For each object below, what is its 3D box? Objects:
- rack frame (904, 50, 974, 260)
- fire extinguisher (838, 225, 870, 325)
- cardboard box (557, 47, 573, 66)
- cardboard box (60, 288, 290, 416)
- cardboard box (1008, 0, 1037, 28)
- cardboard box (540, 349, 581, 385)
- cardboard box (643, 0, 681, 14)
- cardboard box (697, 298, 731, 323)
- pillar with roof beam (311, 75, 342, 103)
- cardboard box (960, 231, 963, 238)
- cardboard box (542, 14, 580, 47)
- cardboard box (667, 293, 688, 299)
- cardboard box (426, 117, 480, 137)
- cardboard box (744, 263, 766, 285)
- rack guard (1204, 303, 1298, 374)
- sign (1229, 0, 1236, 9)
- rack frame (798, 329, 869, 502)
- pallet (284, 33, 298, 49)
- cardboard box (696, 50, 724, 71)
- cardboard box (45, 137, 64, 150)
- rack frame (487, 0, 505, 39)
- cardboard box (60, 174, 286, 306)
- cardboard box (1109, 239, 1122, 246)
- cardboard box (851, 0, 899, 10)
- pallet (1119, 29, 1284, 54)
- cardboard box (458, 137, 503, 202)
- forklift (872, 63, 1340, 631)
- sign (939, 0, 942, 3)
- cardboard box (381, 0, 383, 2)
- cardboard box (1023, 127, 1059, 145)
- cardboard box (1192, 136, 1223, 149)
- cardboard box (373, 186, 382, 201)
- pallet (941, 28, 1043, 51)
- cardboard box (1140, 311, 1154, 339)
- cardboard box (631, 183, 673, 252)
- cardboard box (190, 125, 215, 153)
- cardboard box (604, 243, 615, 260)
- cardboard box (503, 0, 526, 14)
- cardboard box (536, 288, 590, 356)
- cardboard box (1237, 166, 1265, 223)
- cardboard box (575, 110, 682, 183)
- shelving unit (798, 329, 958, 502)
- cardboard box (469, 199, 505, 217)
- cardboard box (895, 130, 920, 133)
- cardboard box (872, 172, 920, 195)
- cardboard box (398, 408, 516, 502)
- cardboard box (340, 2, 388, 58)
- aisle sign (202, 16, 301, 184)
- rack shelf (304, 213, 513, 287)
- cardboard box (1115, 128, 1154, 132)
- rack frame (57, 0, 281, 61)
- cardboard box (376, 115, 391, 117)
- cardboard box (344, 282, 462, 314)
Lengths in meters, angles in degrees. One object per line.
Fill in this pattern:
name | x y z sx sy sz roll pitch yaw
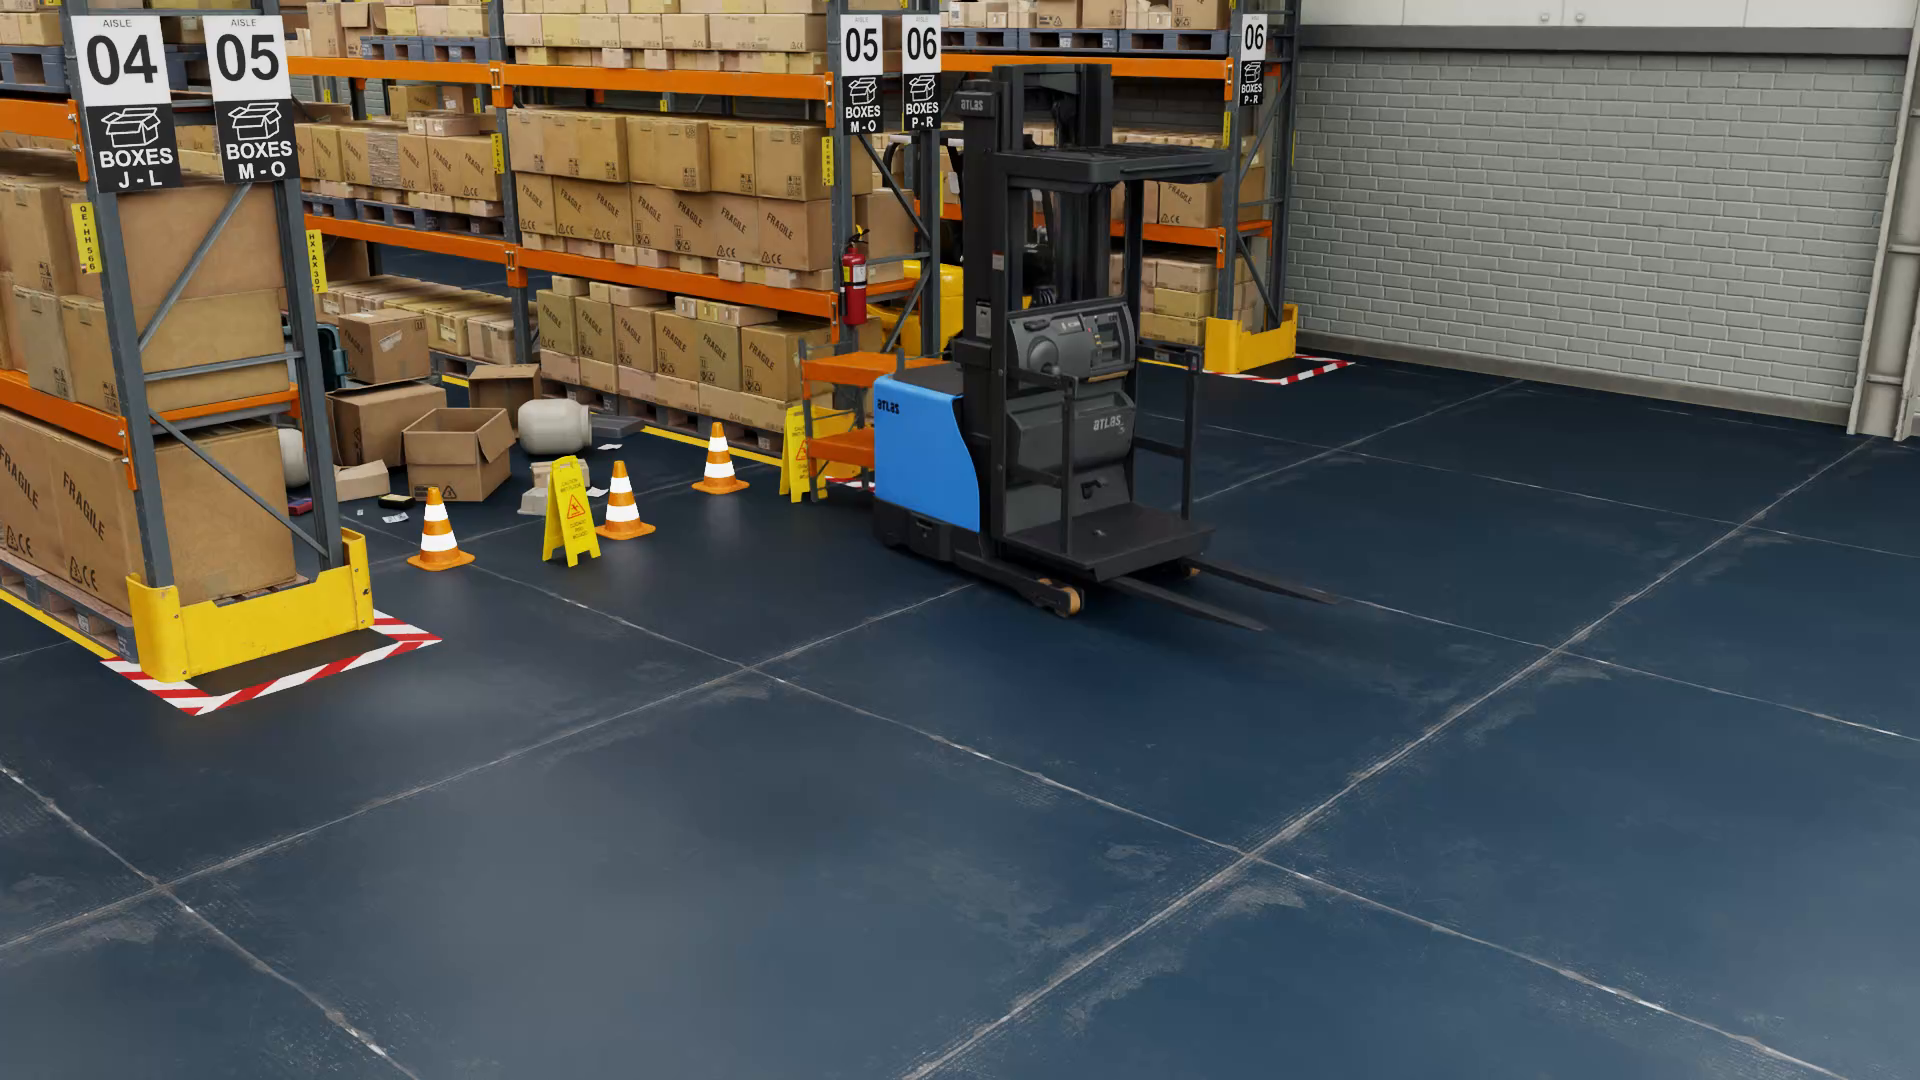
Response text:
rack frame | -0.221 -3.941 18.072 0.127 3.000 1.000 15 23 39
fire extinguisher | -0.742 -1.850 11.611 0.183 0.674 0.296 15 23 39
cardboard box | -3.025 -3.920 13.460 0.250 0.149 0.380 15 23 39
cardboard box | -4.039 -1.010 8.588 0.550 0.550 0.875 15 23 39
cardboard box | 0.687 -5.188 16.405 0.258 0.266 0.396 14 23 38
cardboard box | -3.251 -1.528 14.318 0.500 0.250 0.500 14 22 37
cardboard box | -2.139 -4.006 12.414 0.250 0.149 0.380 16 23 41
cardboard box | -1.799 -1.782 12.808 0.250 0.149 0.380 16 23 40
pillar with roof beam | -13.472 -8.982 24.036 0.400 9.000 9.100 15 23 39
cardboard box | -0.068 -3.139 17.744 0.500 0.250 0.500 15 23 38
cardboard box | -2.974 -4.066 13.262 0.500 0.250 0.500 15 23 39
cardboard box | -2.128 -1.803 13.945 0.500 0.500 0.500 17 24 42
cardboard box | -4.532 -3.693 14.867 0.250 0.149 0.380 14 22 38
cardboard box | -1.384 -2.004 12.381 0.250 0.149 0.380 15 23 38
rack guard | 2.789 -1.942 15.905 0.348 0.500 1.175 15 23 39
sign | 2.400 -4.832 14.588 0.005 0.325 0.100 15 23 39
rack frame | -0.866 -0.858 11.464 0.500 1.125 0.032 -16 19 -40
pallet | -7.022 -5.078 17.006 1.003 0.211 1.213 16 24 42
cardboard box | -1.721 -3.542 12.269 0.250 0.149 0.380 15 23 39
cardboard box | -10.787 -4.707 20.318 0.500 0.500 0.500 15 23 38
rack frame | -3.513 -5.677 13.624 0.127 3.000 1.000 15 23 39
cardboard box | -3.983 -1.544 8.484 0.550 0.550 0.875 15 23 39
cardboard box | 1.415 -2.951 17.148 0.500 0.250 0.500 14 23 38
cardboard box | -0.652 -3.822 11.834 0.250 0.149 0.380 15 23 39
pallet | 2.259 -4.674 15.567 1.213 0.211 1.003 15 23 39
cardboard box | -4.011 -3.248 14.536 0.500 0.500 0.500 15 23 38
forklift | 0.787 -1.141 9.361 1.130 2.935 3.031 -15 23 -38
sign | -0.161 -3.984 11.802 0.005 0.325 0.100 15 23 39
cardboard box | -7.890 -7.639 23.694 0.500 0.250 0.500 16 24 41
cardboard box | 0.837 -4.068 16.742 0.250 0.149 0.380 15 23 39
cardboard box | 2.363 -3.661 15.460 0.250 0.149 0.380 15 23 39
cardboard box | -5.361 -3.326 15.853 0.250 0.149 0.380 16 24 41
pallet | 0.434 -5.164 17.111 1.213 0.211 1.003 15 23 39
cardboard box | 1.844 -2.153 16.287 0.500 0.250 0.500 15 23 39
cardboard box | -2.220 -2.559 13.061 0.500 0.500 0.500 15 23 40
cardboard box | -7.821 -4.392 17.674 0.500 0.500 0.500 15 23 39
cardboard box | -2.666 -2.373 13.544 0.250 0.149 0.380 15 23 39
cardboard box | -3.494 -4.371 13.563 0.250 0.149 0.380 15 23 38
cardboard box | -3.251 -1.885 14.204 0.500 0.500 0.500 16 24 42
cardboard box | 2.584 -3.348 16.038 0.500 0.500 0.500 16 24 41
cardboard box | -2.603 -3.132 13.211 0.500 0.500 0.700 14 23 38
shelving unit | -0.522 -0.783 11.097 0.538 1.125 1.048 -16 19 -40
cardboard box | -4.081 -2.939 14.634 0.250 0.149 0.380 15 23 40
cardboard box | -0.507 -4.483 18.541 0.250 0.149 0.380 14 22 37
cardboard box | -0.772 -3.912 18.227 0.500 0.250 0.500 16 23 40
cardboard box | -3.515 -0.605 11.685 0.637 0.503 0.797 0 18 2
cardboard box | -5.345 -4.800 15.648 0.637 0.503 0.797 15 23 39
aisle sign | -3.479 -2.167 8.184 0.004 0.787 0.394 15 23 39
rack shelf | -5.009 -2.876 15.905 4.000 0.370 1.077 15 23 39
cardboard box | 1.761 -4.038 16.647 0.250 0.149 0.380 14 23 38
rack frame | -3.731 -3.734 7.500 0.127 3.000 1.000 15 23 39
cardboard box | -8.676 -6.389 25.540 0.500 0.250 0.500 16 24 41
cardboard box | -5.532 -2.306 16.570 0.625 0.372 0.950 14 23 38
